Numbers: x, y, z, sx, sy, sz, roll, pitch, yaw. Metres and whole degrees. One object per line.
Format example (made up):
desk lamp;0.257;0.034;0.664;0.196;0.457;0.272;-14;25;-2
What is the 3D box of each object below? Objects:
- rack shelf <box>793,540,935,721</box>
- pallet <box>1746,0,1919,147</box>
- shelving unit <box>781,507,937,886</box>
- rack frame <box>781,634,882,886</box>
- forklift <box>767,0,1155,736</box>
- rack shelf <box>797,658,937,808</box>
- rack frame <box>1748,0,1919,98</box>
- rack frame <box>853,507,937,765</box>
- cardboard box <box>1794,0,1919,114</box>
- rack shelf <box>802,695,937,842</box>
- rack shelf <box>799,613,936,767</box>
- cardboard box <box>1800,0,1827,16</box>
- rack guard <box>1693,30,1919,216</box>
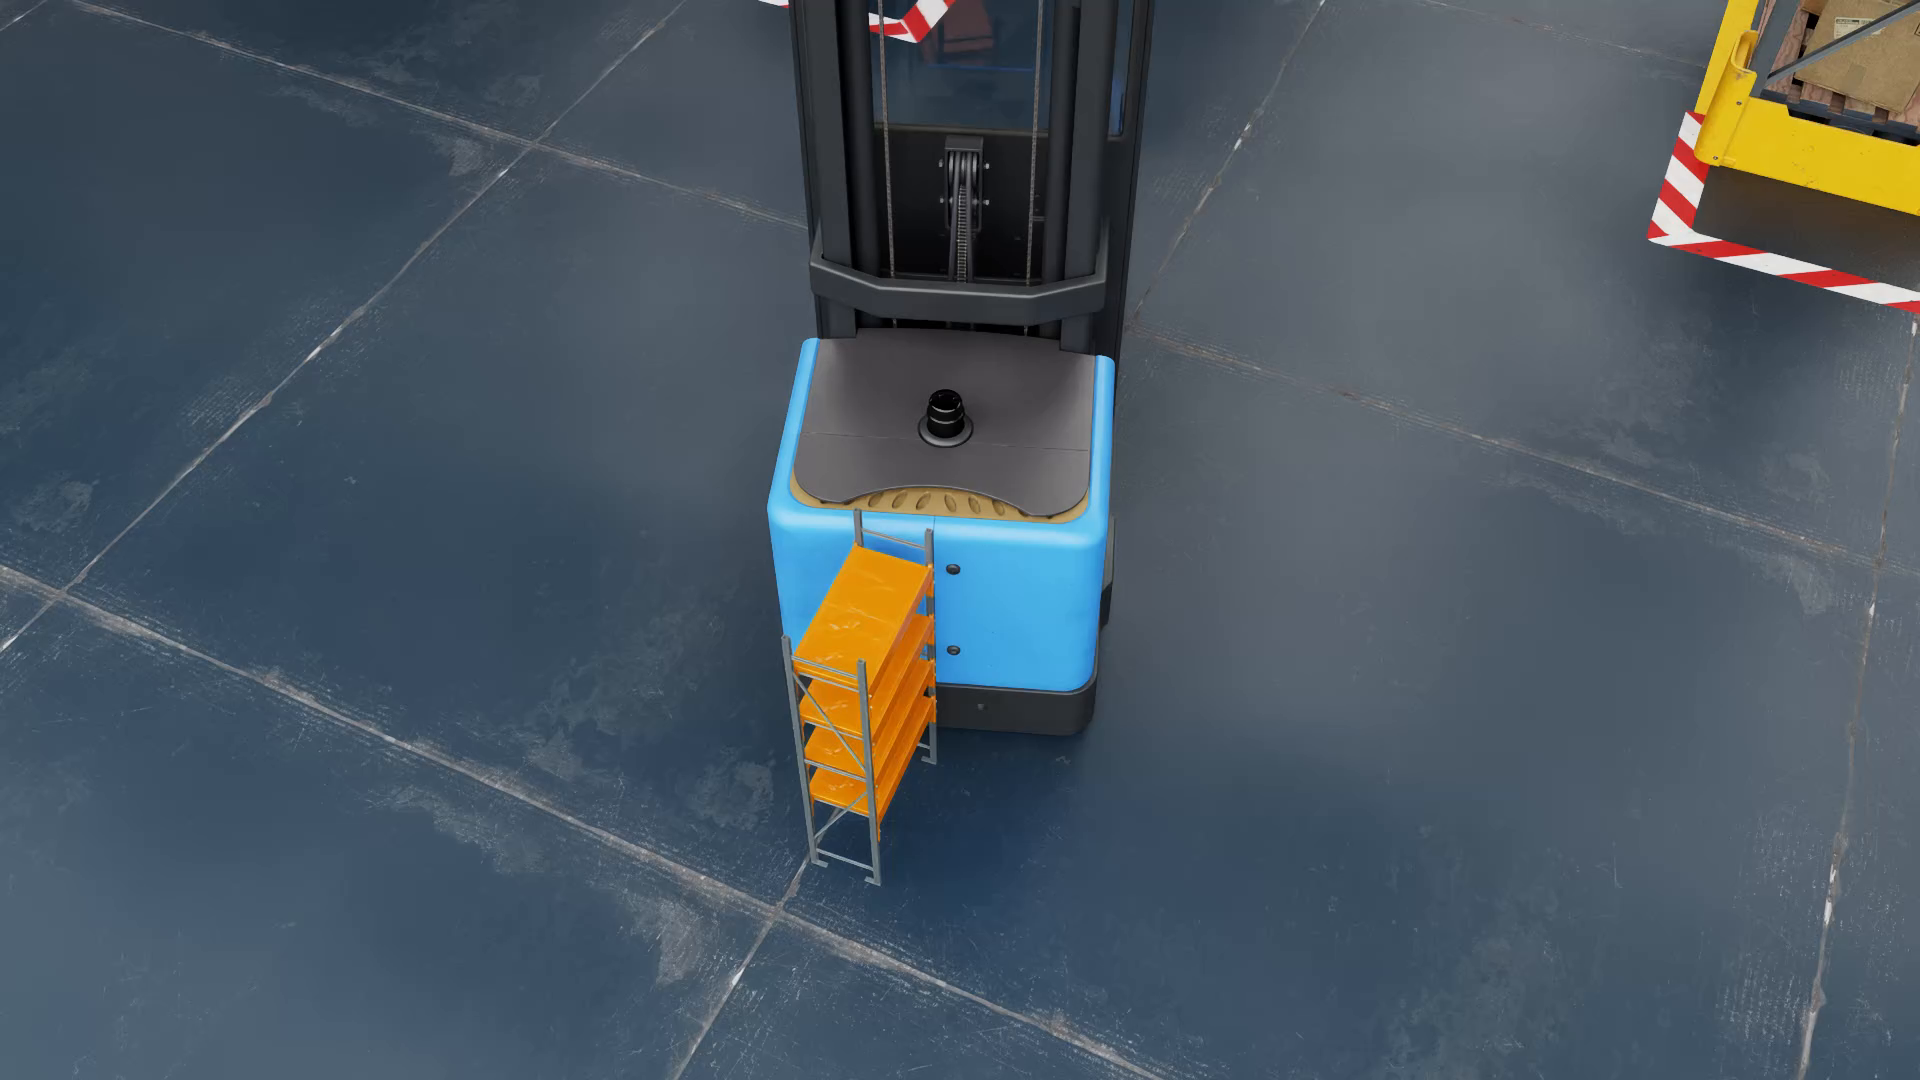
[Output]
rack shelf;-0.278;0.251;4.733;0.258;0.148;0.480;16;52;13
pallet;4.395;-2.321;8.087;1.003;0.211;1.213;20;52;16
shelving unit;-0.278;0.506;5.032;0.258;1.200;0.503;16;52;13
rack frame;-0.365;0.679;4.884;0.240;1.200;0.015;16;52;13
forklift;0.055;-1.422;5.535;1.130;2.935;3.031;4;50;3
rack shelf;-0.278;0.549;5.083;0.258;0.148;0.480;16;52;13
rack frame;3.984;-2.625;6.514;1.000;3.000;0.127;20;52;16
rack frame;-0.191;0.332;5.180;0.240;1.200;0.015;16;52;13
cardboard box;4.266;-2.375;7.667;0.500;0.500;0.500;29;55;22
rack shelf;-0.278;0.678;5.235;0.258;0.148;0.480;16;52;13
rack shelf;-0.278;0.404;4.913;0.258;0.148;0.480;16;52;13
cardboard box;4.490;-2.798;8.027;0.500;0.500;0.500;33;57;25
rack guard;4.016;-1.867;7.510;1.175;0.500;0.348;20;52;16
